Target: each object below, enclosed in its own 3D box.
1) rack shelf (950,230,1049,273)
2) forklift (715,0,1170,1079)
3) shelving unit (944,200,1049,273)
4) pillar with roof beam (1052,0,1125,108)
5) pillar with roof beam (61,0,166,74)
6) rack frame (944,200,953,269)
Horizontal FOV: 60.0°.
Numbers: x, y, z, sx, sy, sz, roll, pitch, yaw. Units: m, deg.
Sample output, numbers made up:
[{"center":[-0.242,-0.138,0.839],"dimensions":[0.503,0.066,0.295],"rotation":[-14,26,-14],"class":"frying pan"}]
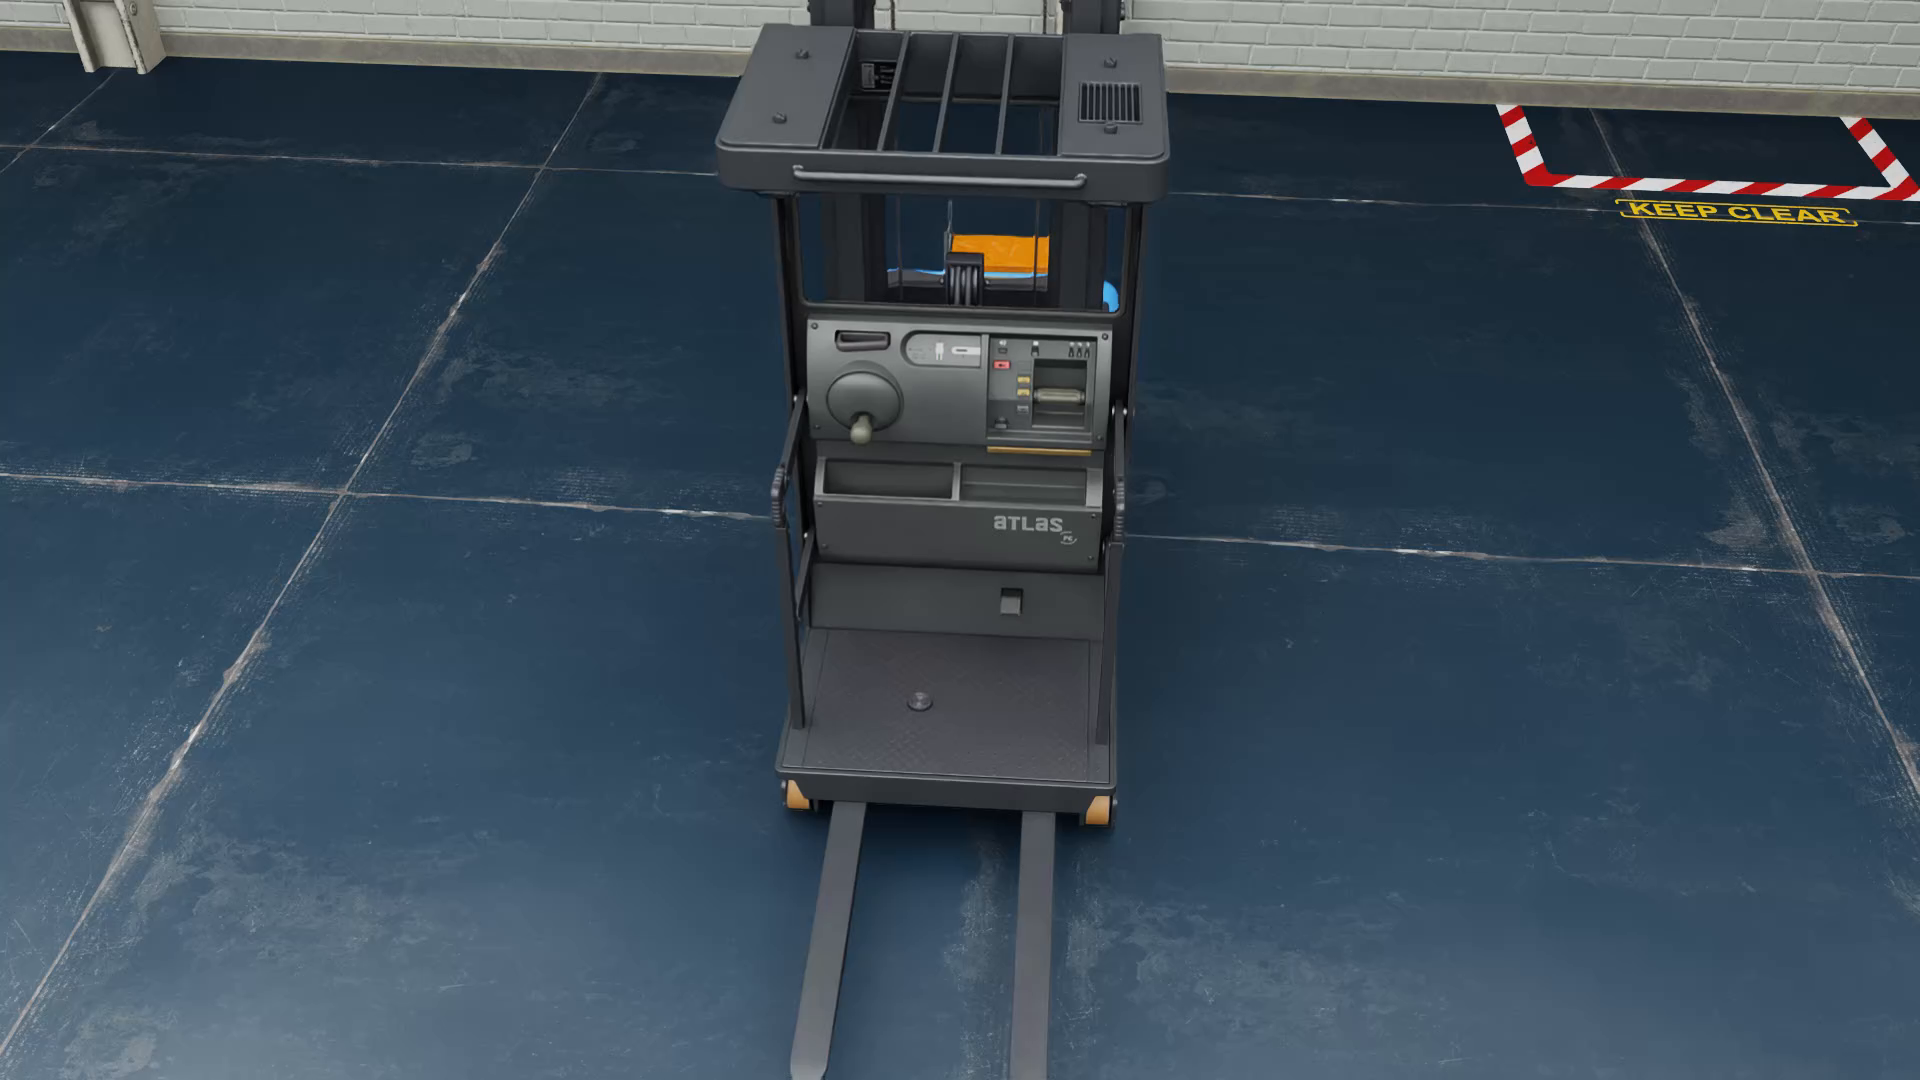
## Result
[{"center":[0.199,-1.078,6.501],"dimensions":[0.480,0.148,0.258],"rotation":[2,39,3],"class":"rack shelf"},{"center":[-0.017,-0.401,4.921],"dimensions":[1.130,2.935,3.031],"rotation":[2,39,3],"class":"forklift"},{"center":[0.199,-0.773,6.749],"dimensions":[0.503,1.200,0.258],"rotation":[2,39,3],"class":"shelving unit"},{"center":[0.385,-3.448,3.858],"dimensions":[0.400,9.000,9.100],"rotation":[3,39,4],"class":"pillar with roof beam"},{"center":[-5.593,-3.775,4.260],"dimensions":[0.400,9.000,9.100],"rotation":[3,39,4],"class":"pillar with roof beam"},{"center":[-0.045,-0.784,6.762],"dimensions":[0.015,1.200,0.240],"rotation":[2,39,3],"class":"rack frame"}]
